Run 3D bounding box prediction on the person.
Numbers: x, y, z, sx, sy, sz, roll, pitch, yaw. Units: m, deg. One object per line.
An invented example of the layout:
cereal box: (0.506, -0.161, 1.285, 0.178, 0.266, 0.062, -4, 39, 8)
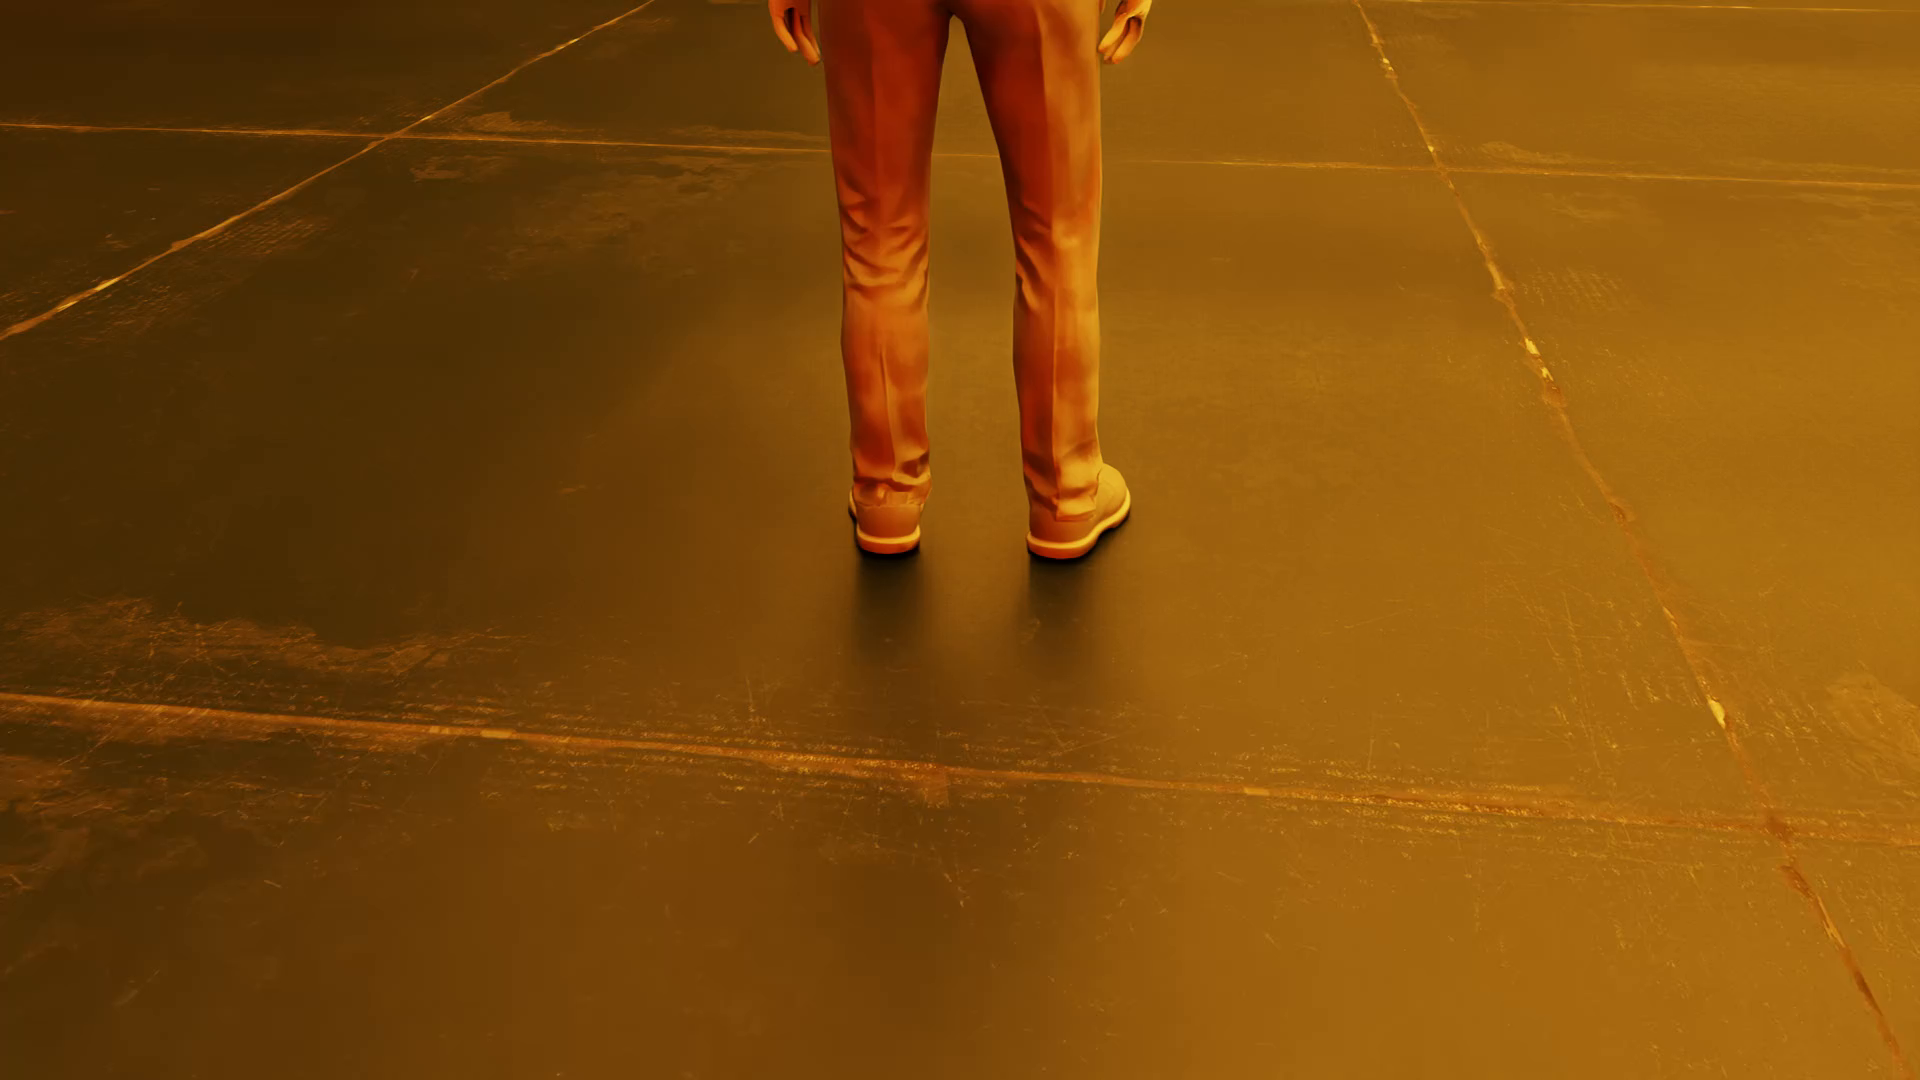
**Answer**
person: (-0.007, -0.757, 2.157, 0.529, 1.663, 0.372, 3, 27, 5)
